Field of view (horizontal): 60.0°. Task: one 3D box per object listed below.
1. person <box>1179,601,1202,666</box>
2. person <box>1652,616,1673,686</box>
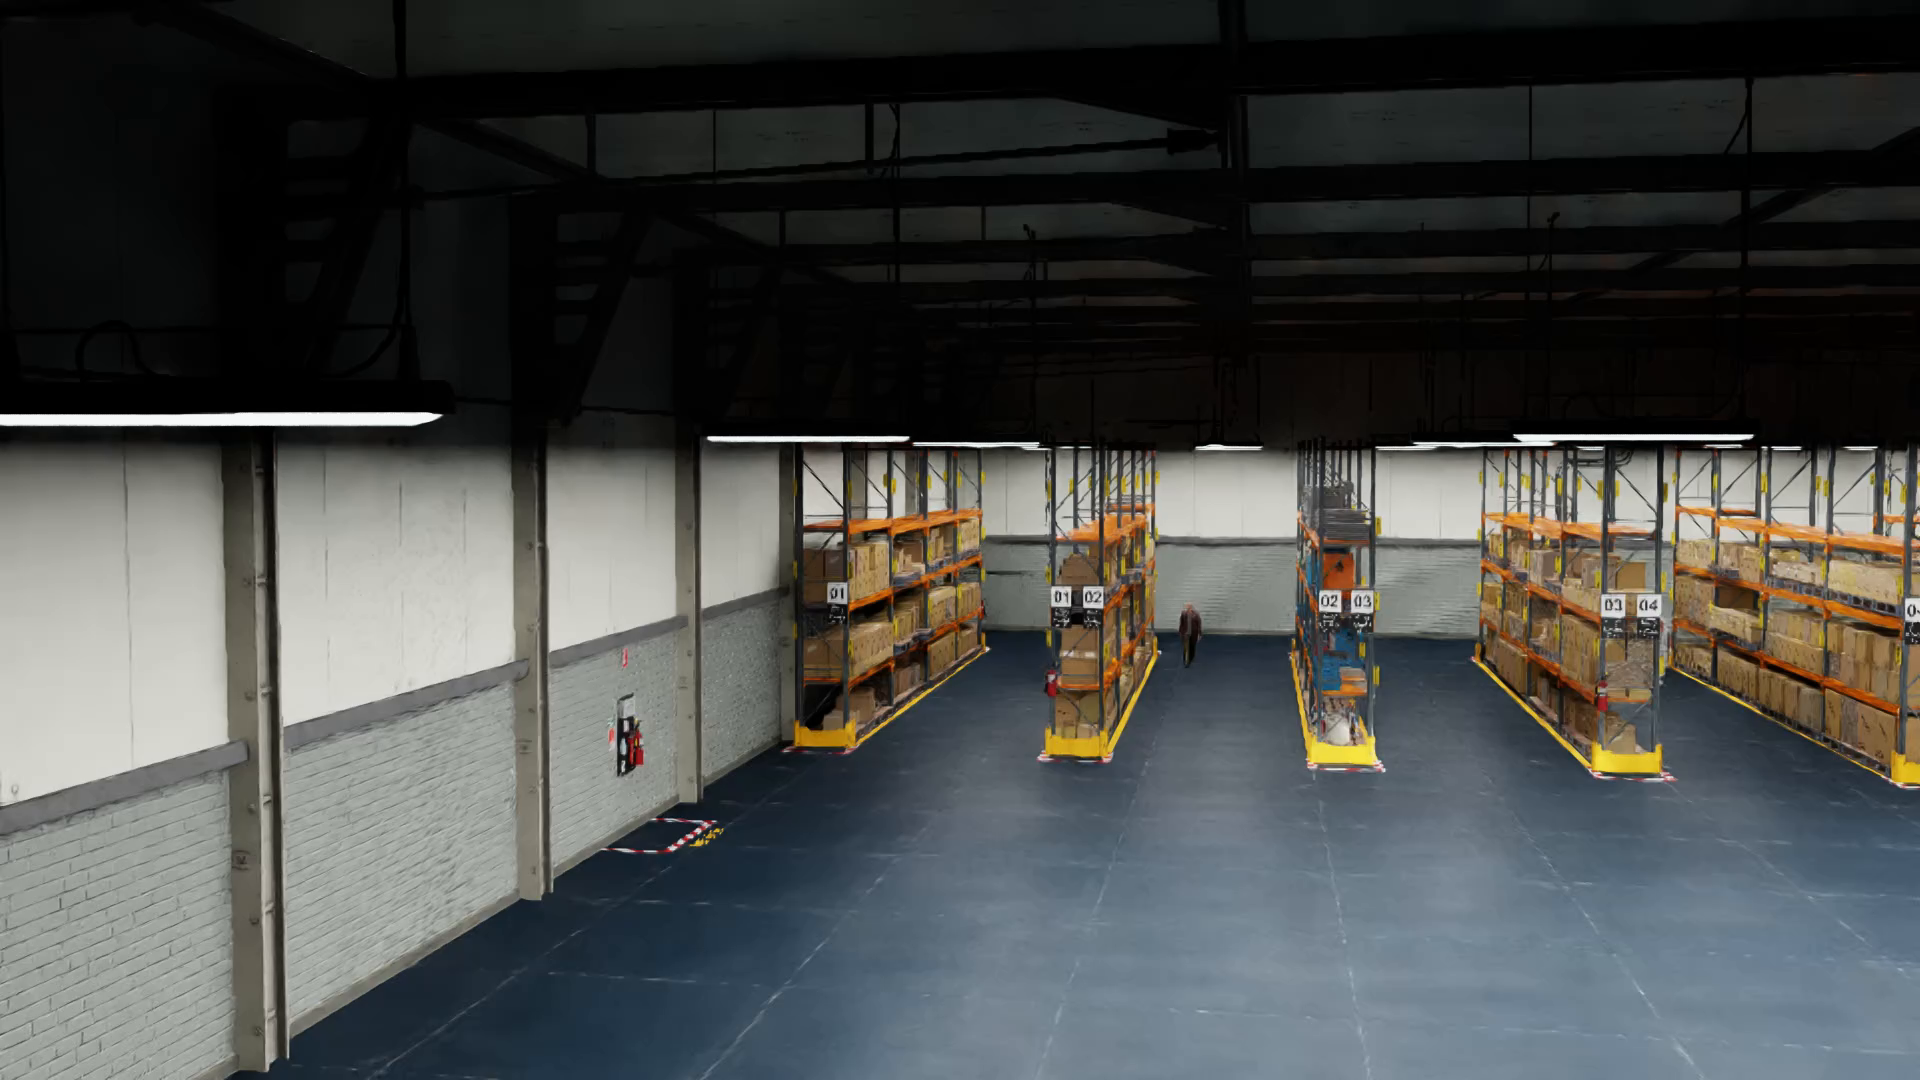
[{"bbox_3d":[6.169,2.501,44.535,0.603,1.724,1.111,0,3,9],"label":"person"},{"bbox_3d":[17.080,2.709,40.670,0.677,1.742,0.552,0,3,9],"label":"person"}]
